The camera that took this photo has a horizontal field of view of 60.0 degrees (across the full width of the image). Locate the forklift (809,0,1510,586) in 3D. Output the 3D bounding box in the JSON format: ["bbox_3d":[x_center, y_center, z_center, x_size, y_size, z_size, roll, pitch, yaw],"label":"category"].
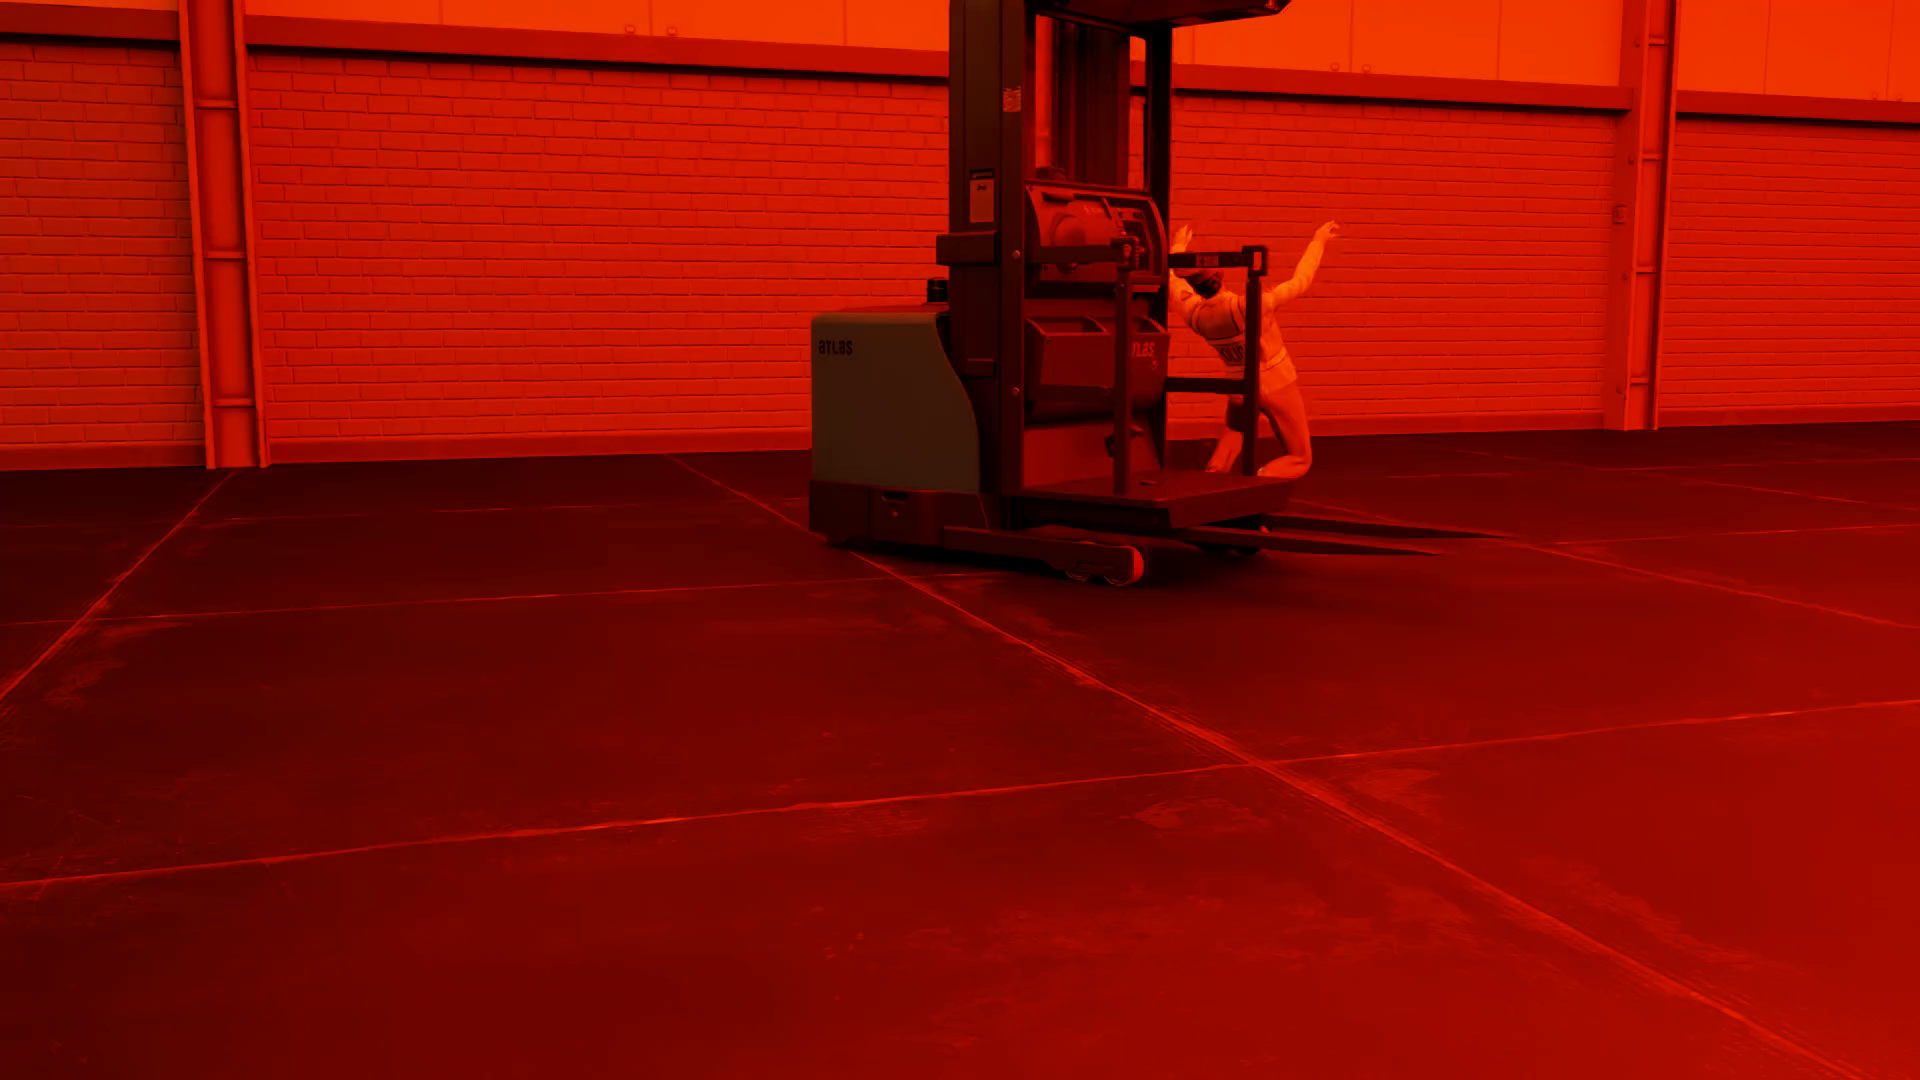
[{"bbox_3d":[0.753,-1.348,6.962,3.031,2.935,1.130,6,10,40],"label":"forklift"}]

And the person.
[{"bbox_3d":[1.369,-0.842,8.455,0.759,1.539,0.881,-7,10,-40],"label":"person"}]
